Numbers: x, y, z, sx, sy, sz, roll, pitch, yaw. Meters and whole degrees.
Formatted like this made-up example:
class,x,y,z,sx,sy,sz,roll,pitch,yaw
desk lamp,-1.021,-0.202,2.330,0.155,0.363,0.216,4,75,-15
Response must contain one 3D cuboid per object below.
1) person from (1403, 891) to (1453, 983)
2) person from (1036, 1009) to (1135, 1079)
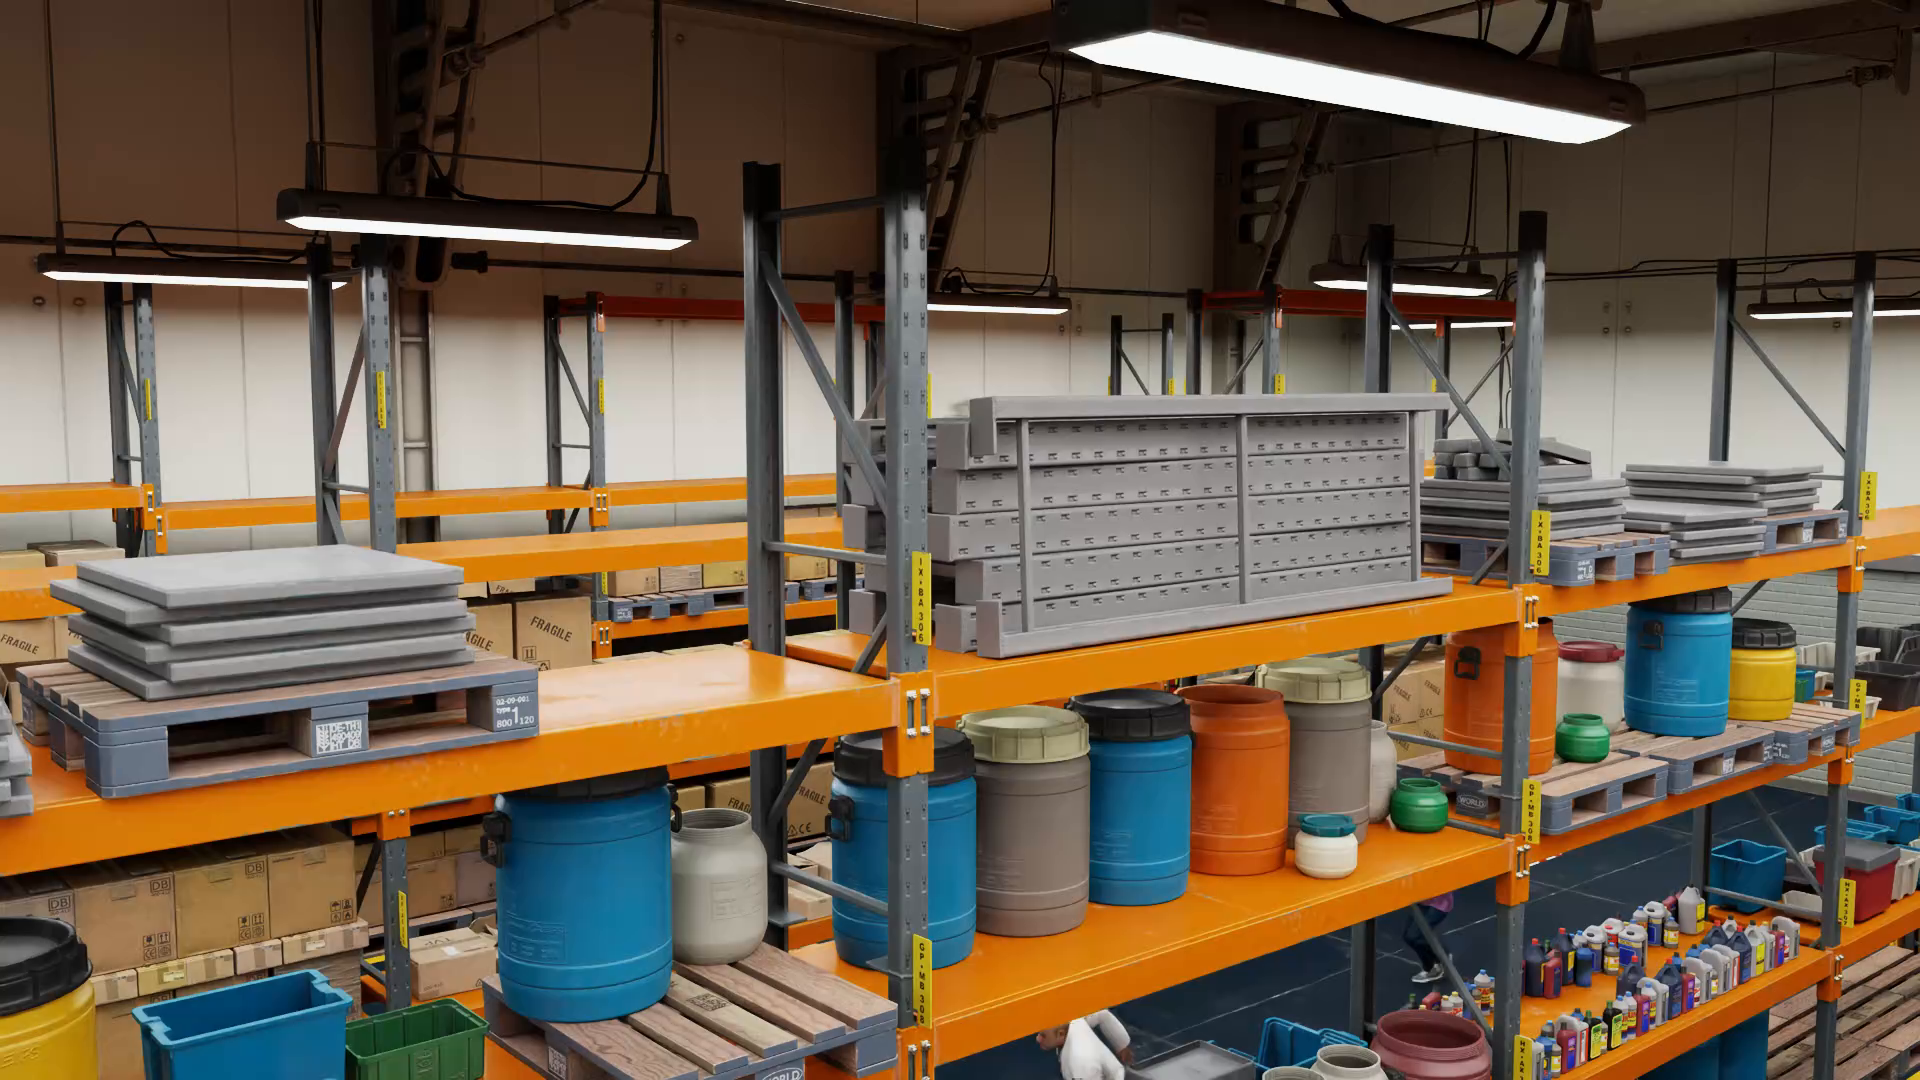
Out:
class,x,y,z,sx,sy,sz,roll,pitch,yaw
person,3.963,3.080,14.075,0.495,1.509,0.618,-2,6,-18
person,0.910,3.462,9.900,1.240,1.557,0.693,-2,6,-20
